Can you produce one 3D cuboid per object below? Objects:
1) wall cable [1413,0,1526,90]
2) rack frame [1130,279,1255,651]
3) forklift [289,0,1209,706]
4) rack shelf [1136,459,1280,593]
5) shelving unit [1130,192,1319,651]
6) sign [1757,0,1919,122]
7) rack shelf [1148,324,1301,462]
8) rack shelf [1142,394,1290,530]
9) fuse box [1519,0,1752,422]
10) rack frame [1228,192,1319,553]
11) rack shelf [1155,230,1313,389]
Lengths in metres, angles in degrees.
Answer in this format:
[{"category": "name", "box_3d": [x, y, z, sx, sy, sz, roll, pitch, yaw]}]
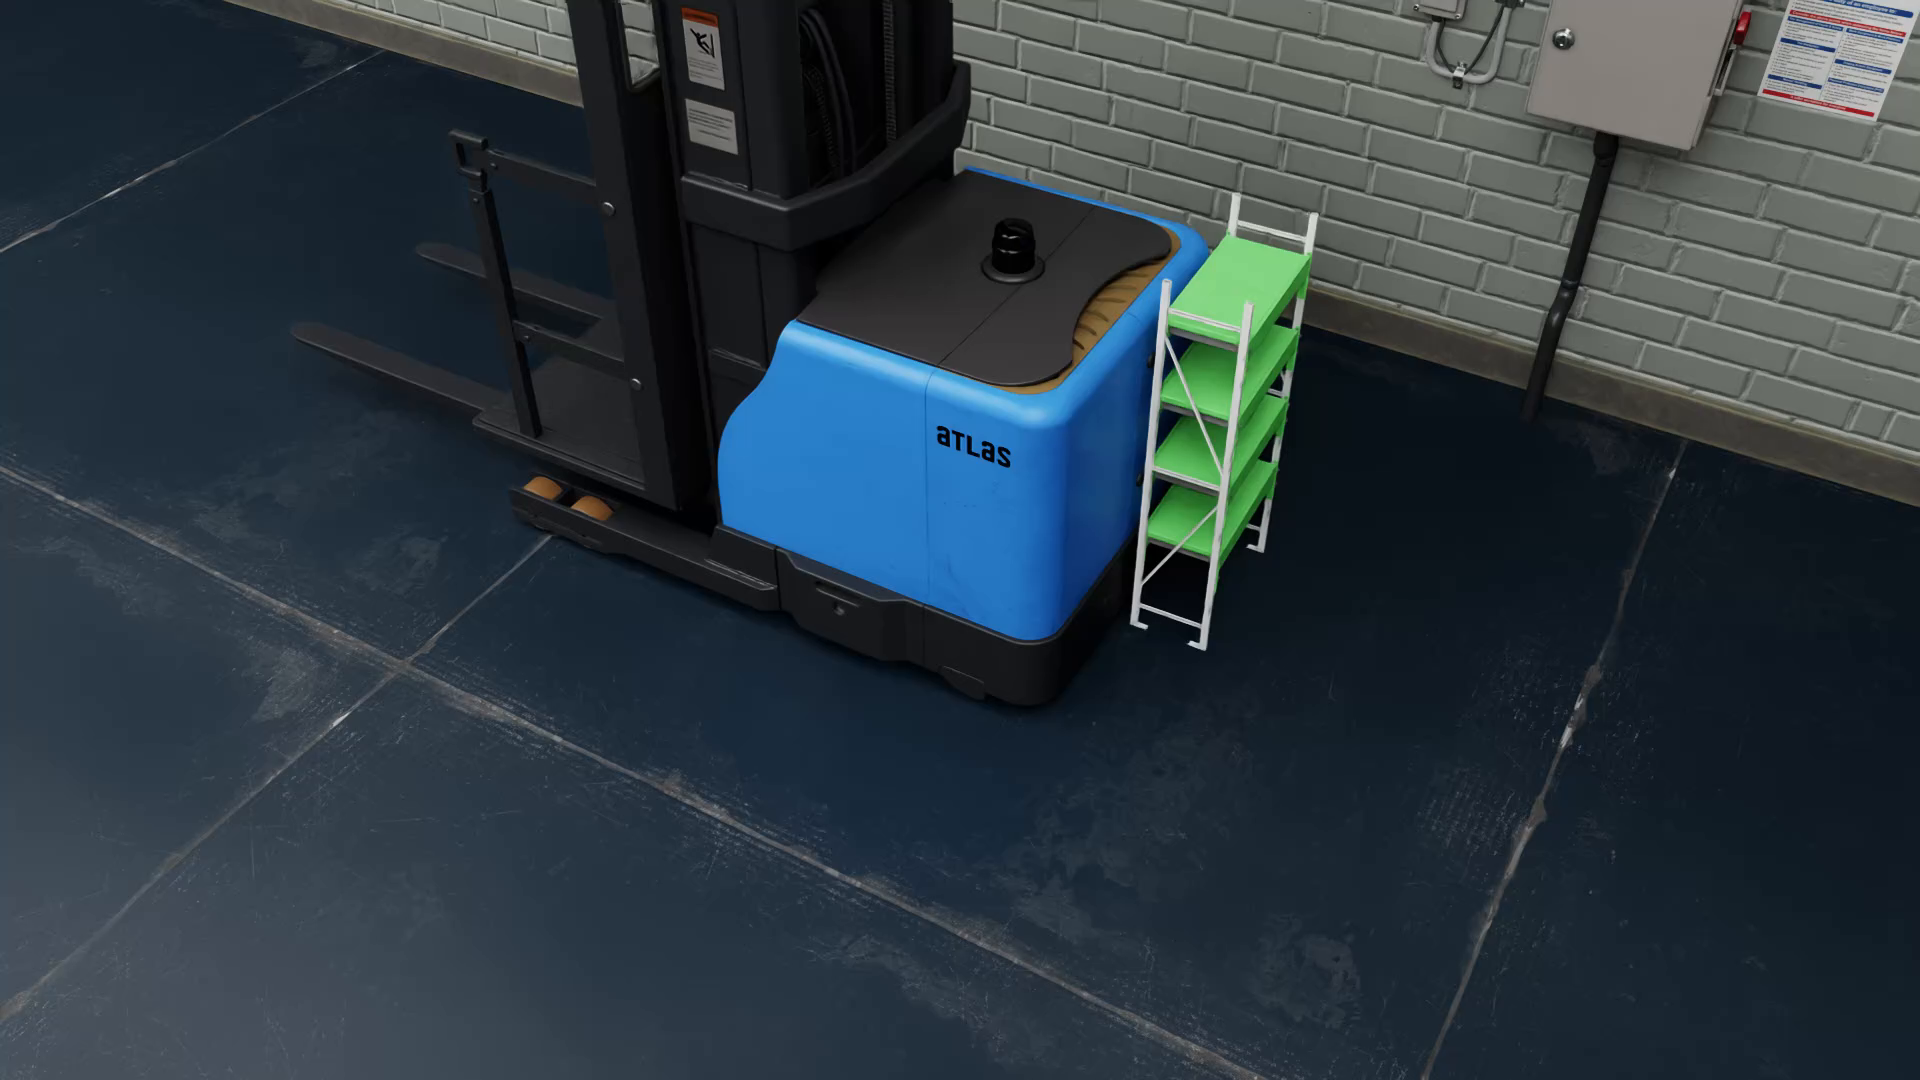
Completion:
[{"category": "wall cable", "box_3d": [1.455, -2.223, 4.736, 0.588, 1.984, 0.122, 21, 45, 22]}, {"category": "rack frame", "box_3d": [0.617, -0.166, 4.531, 0.240, 1.200, 0.015, 19, 45, 21]}, {"category": "forklift", "box_3d": [-0.832, -1.353, 4.569, 3.031, 2.935, 1.130, 20, 45, 22]}, {"category": "rack shelf", "box_3d": [0.731, -0.080, 4.893, 0.258, 0.148, 0.480, 19, 45, 21]}, {"category": "shelving unit", "box_3d": [0.731, -0.308, 4.692, 0.258, 1.200, 0.503, 19, 45, 21]}, {"category": "sign", "box_3d": [2.499, -1.446, 4.694, 0.329, 0.494, 0.001, 21, 45, 22]}, {"category": "rack shelf", "box_3d": [0.731, -0.440, 4.576, 0.258, 0.148, 0.480, 19, 45, 21]}, {"category": "rack shelf", "box_3d": [0.731, -0.260, 4.734, 0.258, 0.148, 0.480, 19, 45, 21]}, {"category": "fuse box", "box_3d": [1.967, -1.043, 5.139, 0.539, 1.711, 0.414, 21, 45, 22]}, {"category": "rack frame", "box_3d": [0.846, -0.451, 4.854, 0.240, 1.200, 0.015, 19, 45, 21]}, {"category": "rack shelf", "box_3d": [0.731, -0.621, 4.417, 0.258, 0.148, 0.480, 19, 45, 21]}]
